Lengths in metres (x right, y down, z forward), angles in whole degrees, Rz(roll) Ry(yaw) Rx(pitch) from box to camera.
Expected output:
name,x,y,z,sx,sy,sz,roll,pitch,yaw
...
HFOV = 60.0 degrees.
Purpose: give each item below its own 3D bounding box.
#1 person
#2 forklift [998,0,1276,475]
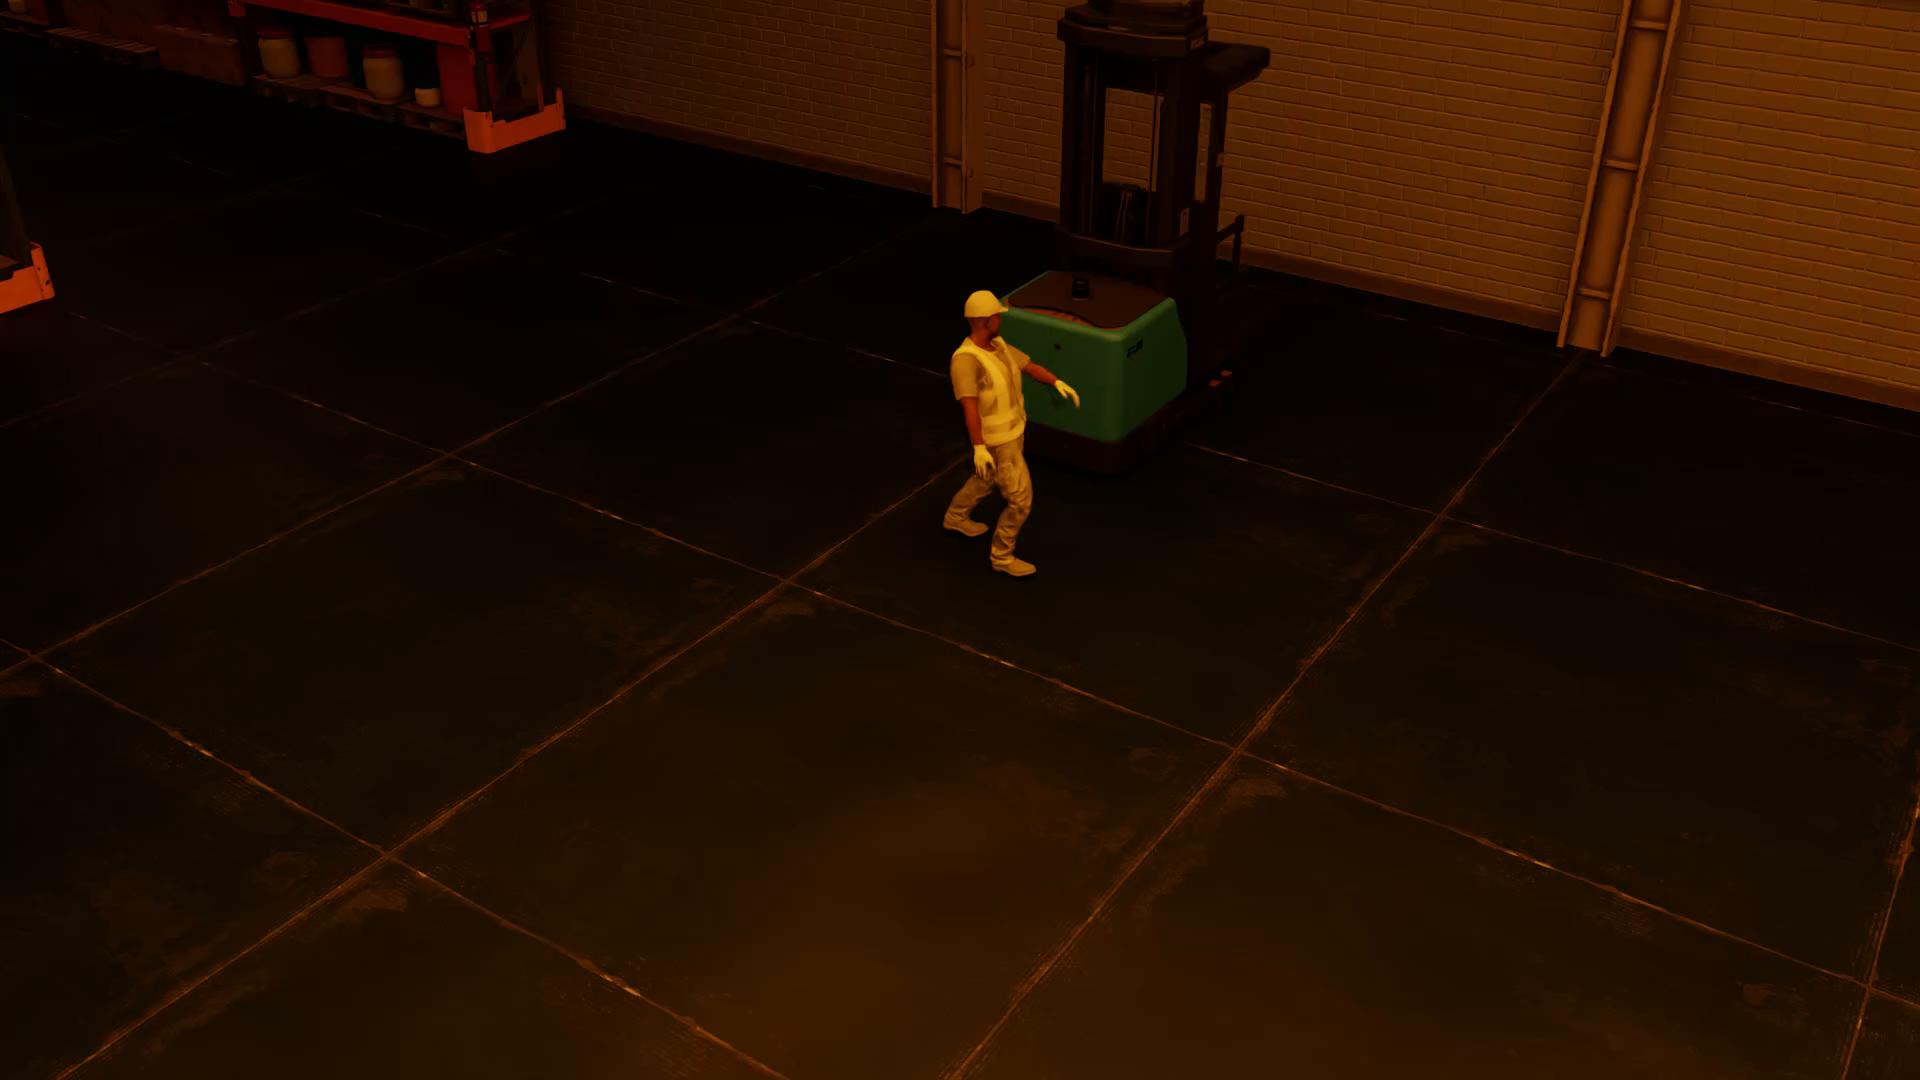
name,x,y,z,sx,sy,sz,roll,pitch,yaw
person,0.270,-0.606,9.890,0.870,1.665,0.790,5,31,8
forklift,1.414,-2.399,11.712,1.130,2.935,3.031,18,35,28
